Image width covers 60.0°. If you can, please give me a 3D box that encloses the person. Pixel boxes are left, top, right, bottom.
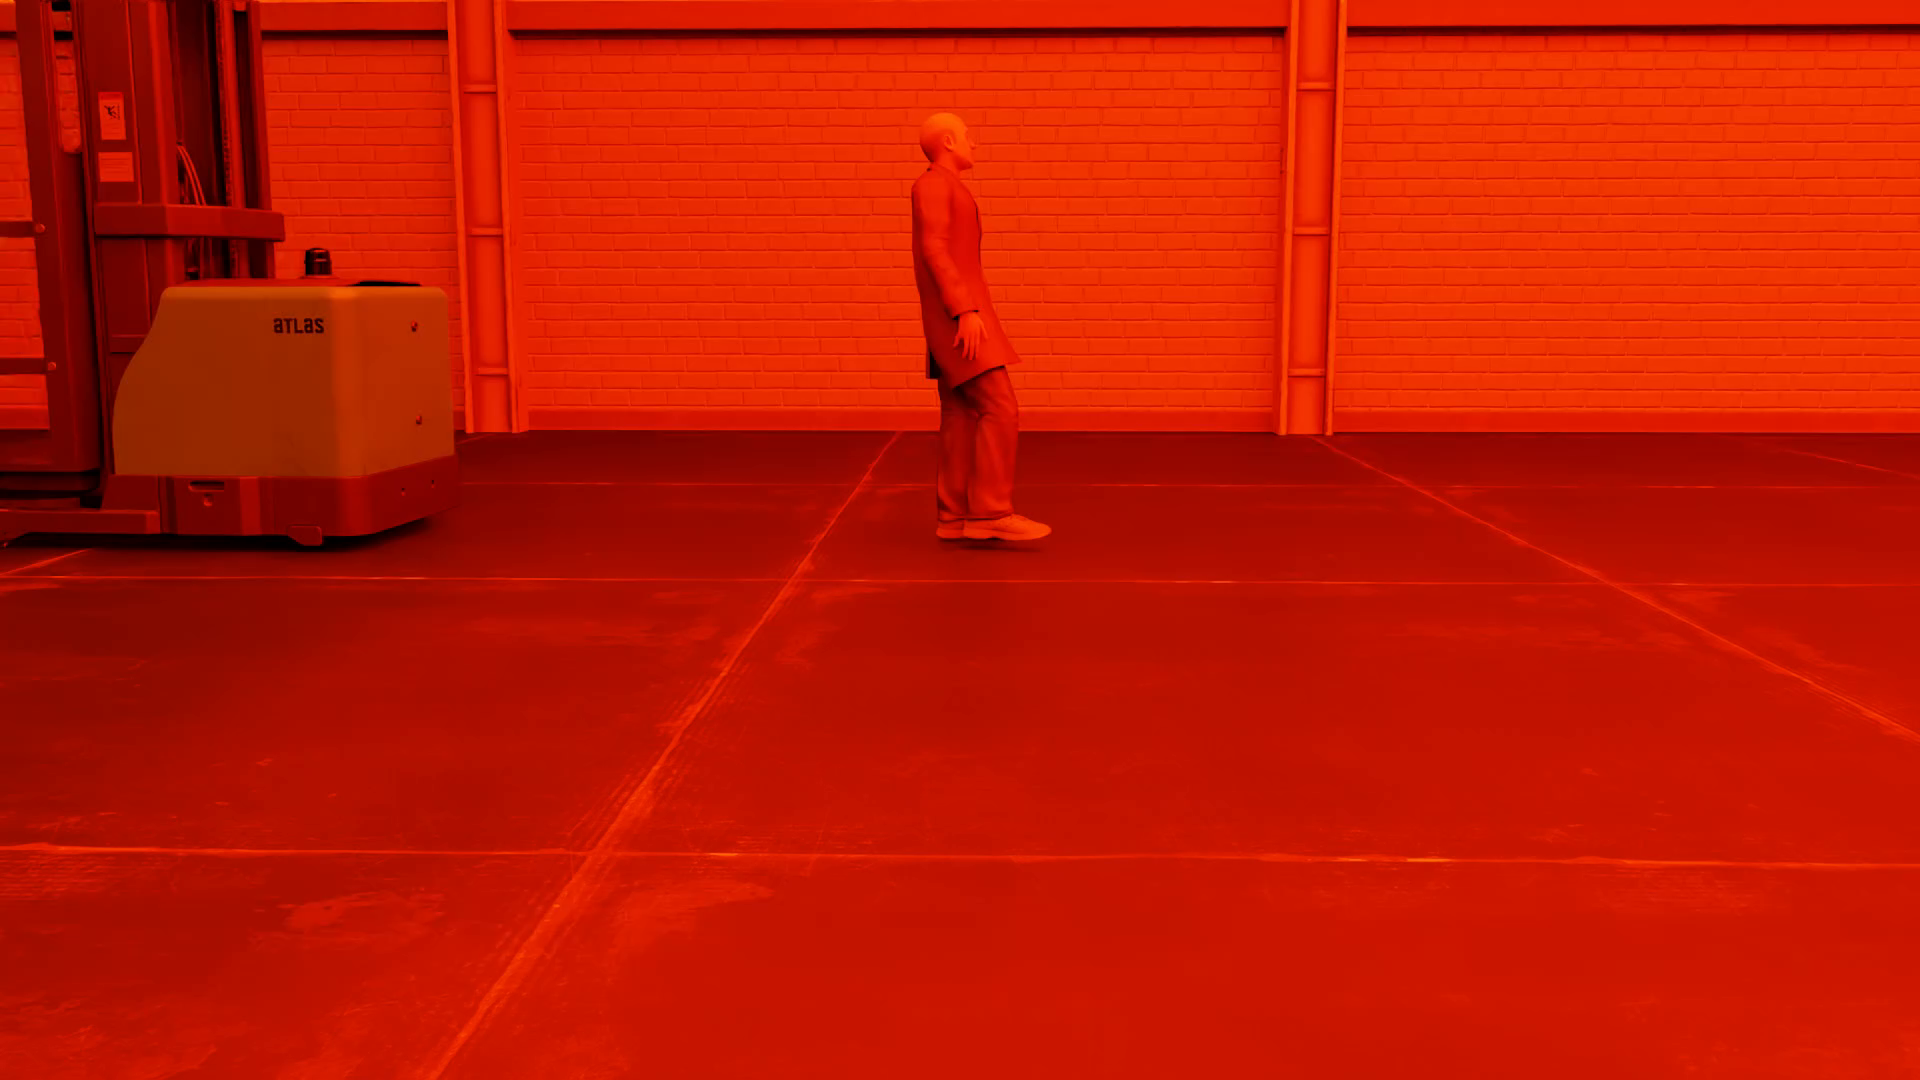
[{"bbox_3d":[0.092,-0.885,6.986,0.580,1.777,0.698,0,9,1],"label":"person"}]

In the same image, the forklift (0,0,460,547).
[{"bbox_3d":[-3.861,-1.494,7.202,3.031,2.935,1.130,1,9,6],"label":"forklift"}]
